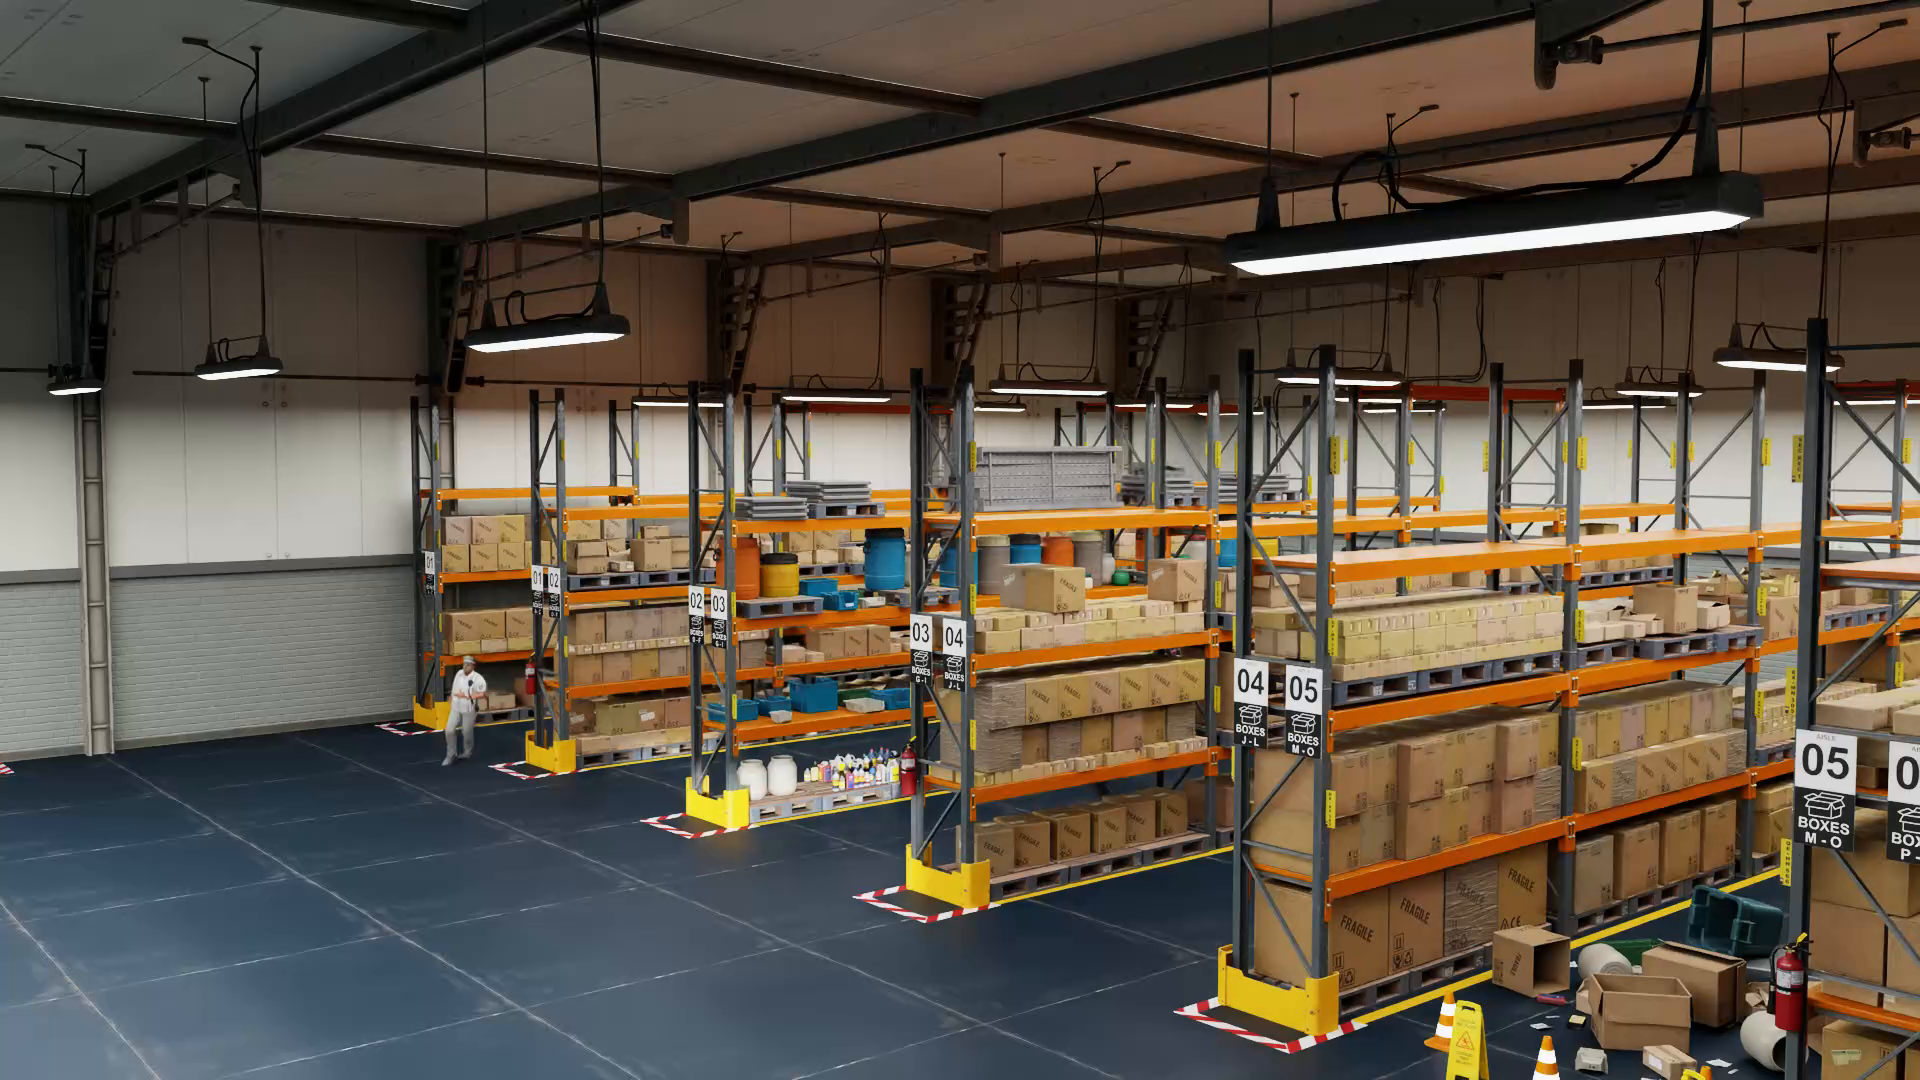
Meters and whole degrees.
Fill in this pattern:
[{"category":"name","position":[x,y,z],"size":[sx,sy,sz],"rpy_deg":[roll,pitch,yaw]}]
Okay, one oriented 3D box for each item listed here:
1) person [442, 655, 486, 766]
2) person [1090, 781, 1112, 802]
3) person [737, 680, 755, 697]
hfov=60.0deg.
[{"category":"person","position":[-7.915,2.741,26.736],"size":[0.718,1.835,0.710],"rpy_deg":[1,3,10]},{"category":"person","position":[1.882,2.975,23.277],"size":[0.580,1.619,0.576],"rpy_deg":[-3,5,-44]},{"category":"person","position":[-4.051,2.482,30.795],"size":[0.897,1.681,0.554],"rpy_deg":[-3,4,-38]}]
